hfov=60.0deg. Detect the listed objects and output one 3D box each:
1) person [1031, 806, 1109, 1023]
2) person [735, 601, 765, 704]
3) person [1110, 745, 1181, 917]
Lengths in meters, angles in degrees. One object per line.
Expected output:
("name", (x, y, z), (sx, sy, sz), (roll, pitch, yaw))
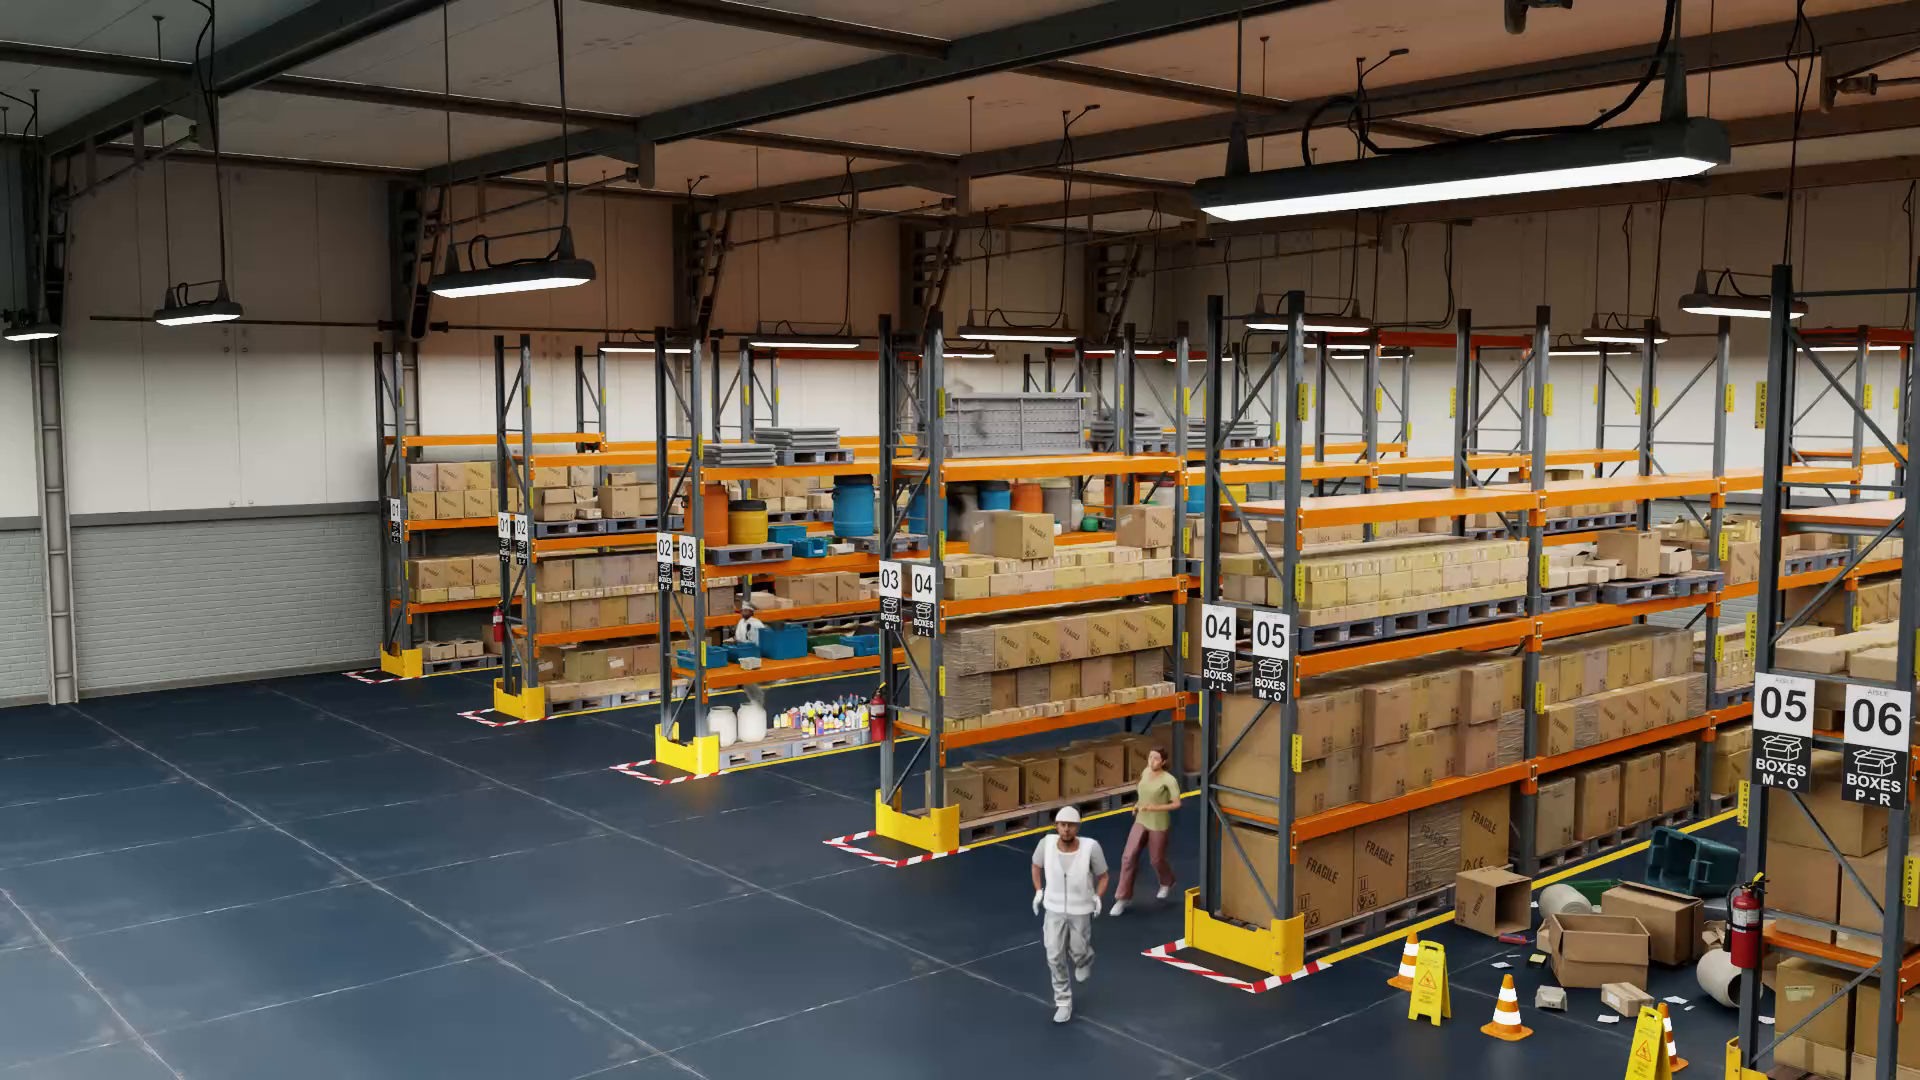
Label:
("person", (0.912, 3.045, 13.839), (0.664, 1.741, 0.800), (1, 5, 13))
("person", (-3.228, 1.755, 25.192), (0.550, 1.678, 0.513), (4, 7, 40))
("person", (1.945, 2.845, 16.437), (0.594, 1.685, 0.907), (4, 7, 40))
